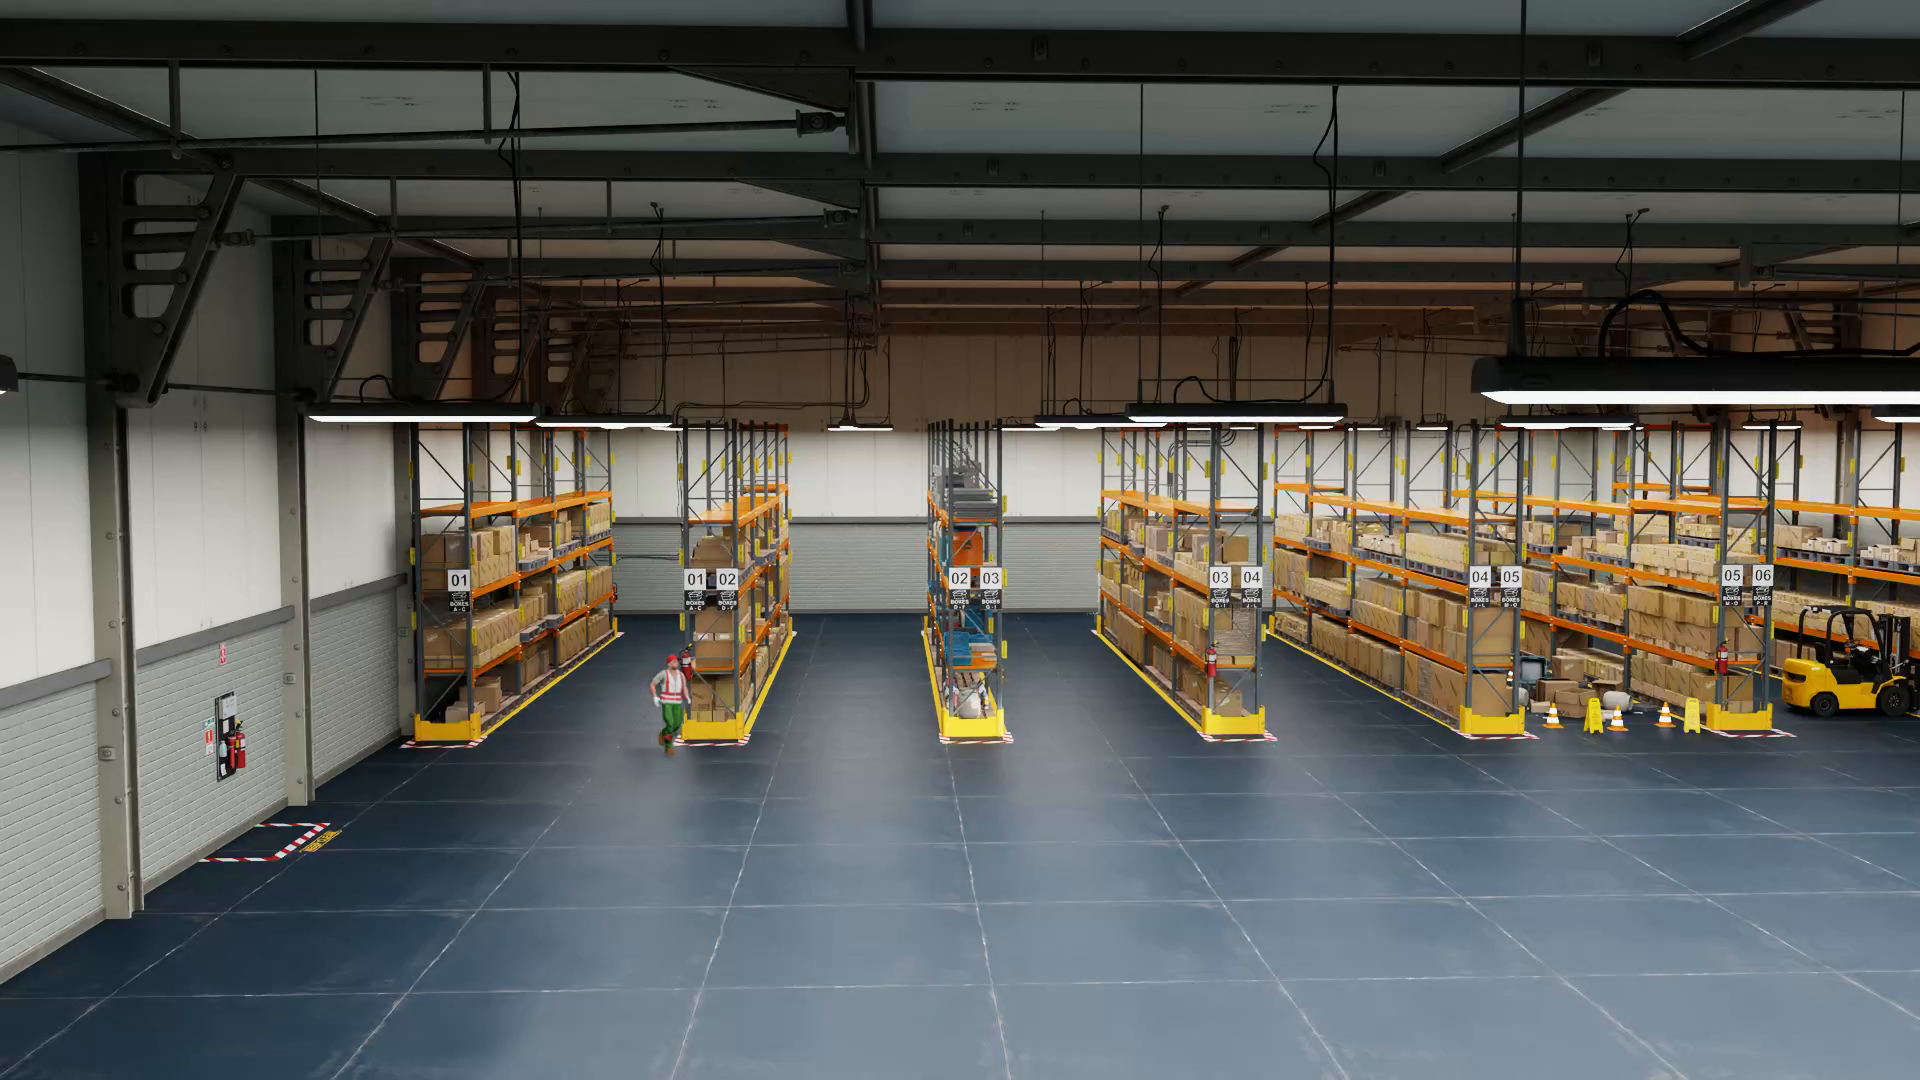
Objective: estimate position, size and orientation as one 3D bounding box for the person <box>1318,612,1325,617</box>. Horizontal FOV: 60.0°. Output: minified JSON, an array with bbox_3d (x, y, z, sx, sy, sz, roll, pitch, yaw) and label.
[{"bbox_3d":[10.817,1.676,49.275,0.698,1.781,0.654,-1,4,-12],"label":"person"}]

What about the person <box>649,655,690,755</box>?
[{"bbox_3d":[-5.199,2.947,29.938,0.719,1.746,0.650,-3,5,-37],"label":"person"}]

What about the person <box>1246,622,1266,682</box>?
[{"bbox_3d":[6.812,2.449,38.387,0.598,1.748,0.726,0,4,-7],"label":"person"}]
